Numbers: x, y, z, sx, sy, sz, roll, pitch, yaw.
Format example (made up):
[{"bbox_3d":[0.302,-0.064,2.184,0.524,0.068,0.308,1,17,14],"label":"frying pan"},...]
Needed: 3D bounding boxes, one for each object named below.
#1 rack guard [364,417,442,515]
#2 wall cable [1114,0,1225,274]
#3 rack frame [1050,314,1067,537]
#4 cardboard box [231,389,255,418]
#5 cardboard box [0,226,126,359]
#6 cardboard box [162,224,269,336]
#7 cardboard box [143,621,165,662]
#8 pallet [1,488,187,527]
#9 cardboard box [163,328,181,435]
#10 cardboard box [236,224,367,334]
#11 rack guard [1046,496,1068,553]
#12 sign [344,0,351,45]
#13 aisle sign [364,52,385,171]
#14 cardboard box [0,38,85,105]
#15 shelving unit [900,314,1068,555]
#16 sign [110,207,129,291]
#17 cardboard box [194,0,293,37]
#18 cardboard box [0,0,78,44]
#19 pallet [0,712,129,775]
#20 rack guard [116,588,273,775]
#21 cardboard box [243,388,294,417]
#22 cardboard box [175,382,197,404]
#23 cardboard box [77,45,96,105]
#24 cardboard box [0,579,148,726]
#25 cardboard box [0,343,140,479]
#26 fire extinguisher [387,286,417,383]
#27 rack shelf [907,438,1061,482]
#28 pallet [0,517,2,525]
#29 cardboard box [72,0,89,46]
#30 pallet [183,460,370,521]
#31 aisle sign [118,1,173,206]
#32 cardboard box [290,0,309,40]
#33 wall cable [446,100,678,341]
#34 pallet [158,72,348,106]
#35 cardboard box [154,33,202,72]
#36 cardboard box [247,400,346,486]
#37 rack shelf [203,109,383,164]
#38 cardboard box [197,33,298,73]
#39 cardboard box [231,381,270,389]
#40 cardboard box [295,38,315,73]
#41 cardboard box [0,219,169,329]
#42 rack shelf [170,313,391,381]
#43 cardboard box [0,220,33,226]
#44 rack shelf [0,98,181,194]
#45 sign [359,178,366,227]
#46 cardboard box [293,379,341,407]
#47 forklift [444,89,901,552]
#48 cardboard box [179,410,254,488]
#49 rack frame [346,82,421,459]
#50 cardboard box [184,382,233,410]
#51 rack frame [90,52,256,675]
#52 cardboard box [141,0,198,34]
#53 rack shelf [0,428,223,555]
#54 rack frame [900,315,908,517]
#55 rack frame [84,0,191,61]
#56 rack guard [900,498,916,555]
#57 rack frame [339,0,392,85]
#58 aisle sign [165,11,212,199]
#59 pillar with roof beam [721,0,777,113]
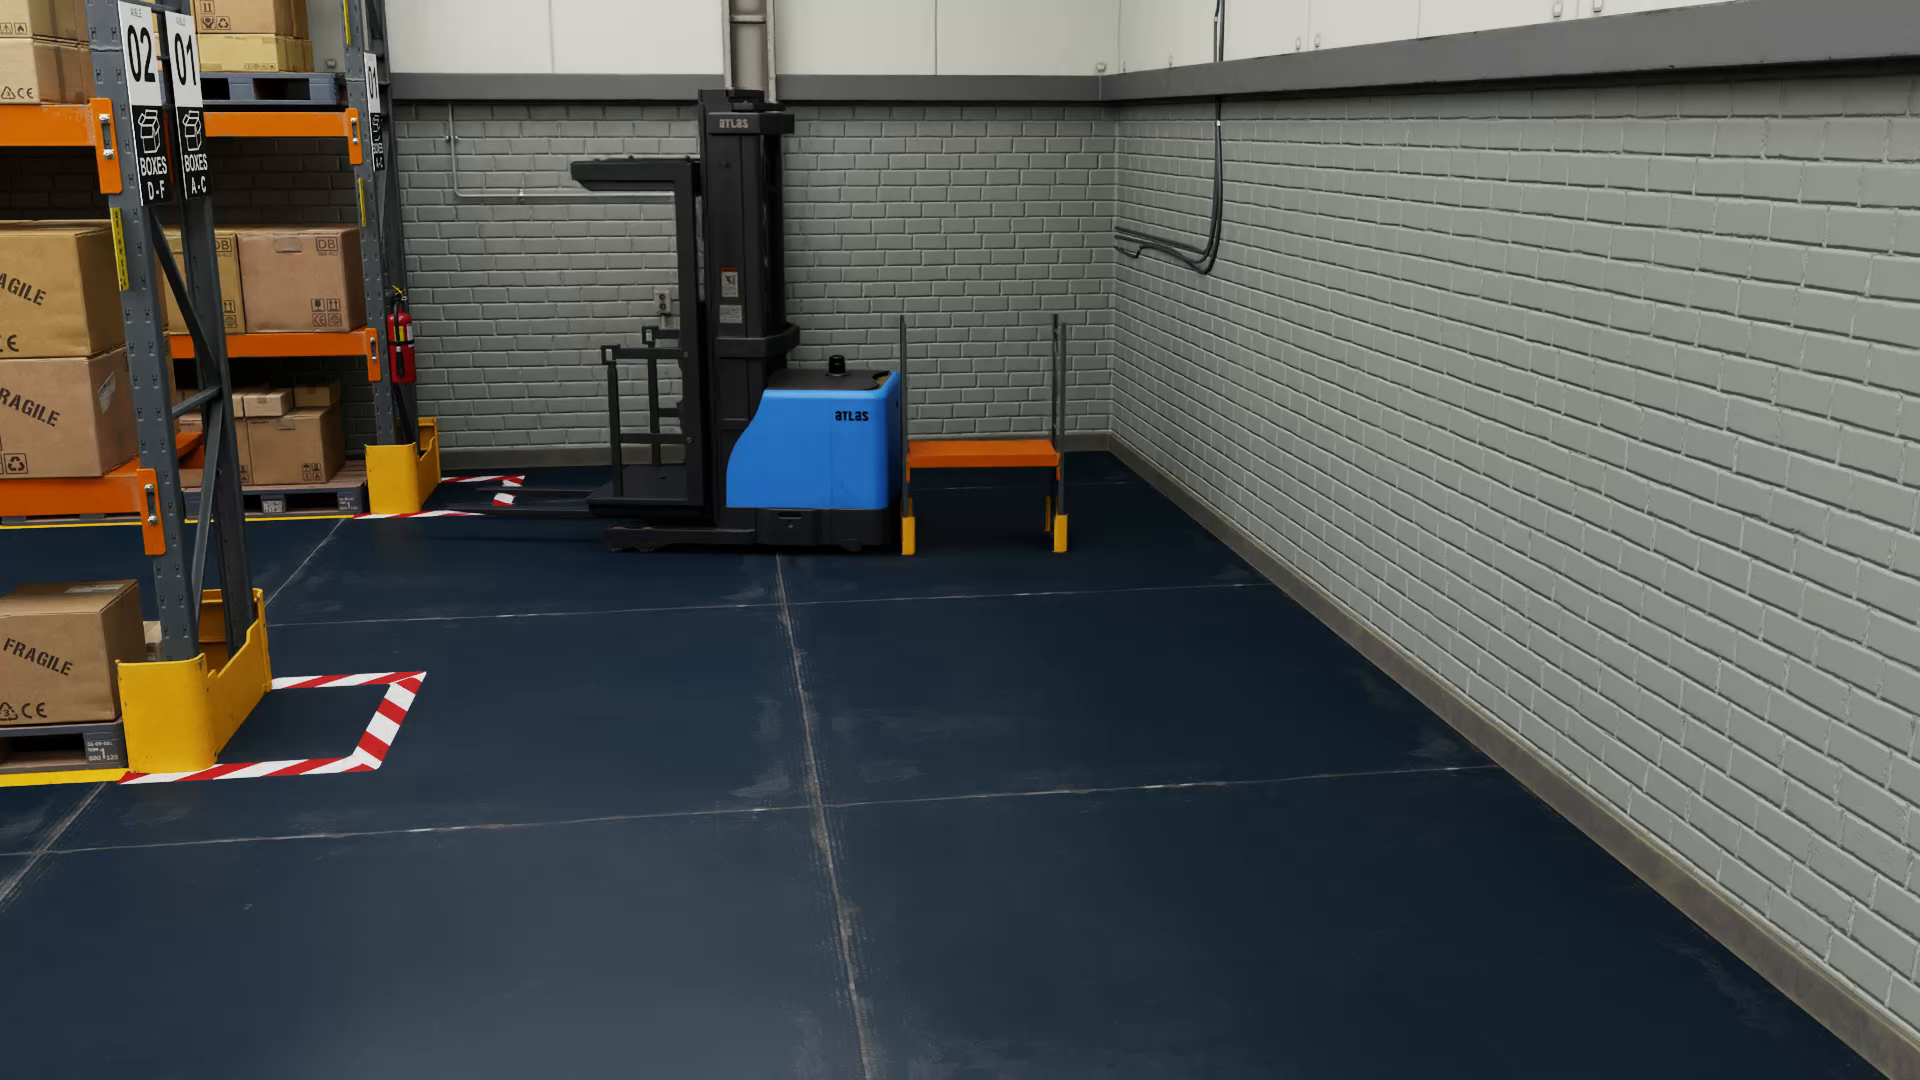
[{"bbox_3d":[-4.161,-0.569,12.464,0.348,0.500,1.175,-2,14,-8],"label":"rack guard"},{"bbox_3d":[1.461,-3.304,12.279,0.112,2.526,3.097,-2,14,-8],"label":"wall cable"},{"bbox_3d":[0.647,-0.715,10.991,0.032,1.500,0.500,-1,14,-3],"label":"rack frame"},{"bbox_3d":[-5.215,-0.979,11.903,0.250,0.149,0.380,-2,14,-7],"label":"cardboard box"},{"bbox_3d":[-3.843,-1.041,6.944,0.500,0.500,0.500,-2,14,-9],"label":"cardboard box"},{"bbox_3d":[-5.406,-1.876,11.921,0.700,0.700,0.980,-2,14,-9],"label":"cardboard box"},{"bbox_3d":[-3.909,0.512,7.968,0.250,0.149,0.380,-2,14,-8],"label":"cardboard box"},{"bbox_3d":[-6.168,-0.337,12.132,1.213,0.211,1.003,-2,14,-8],"label":"pallet"},{"bbox_3d":[-3.922,-0.685,7.583,0.500,0.500,0.500,-2,14,-7],"label":"cardboard box"},{"bbox_3d":[-4.688,-1.906,12.037,0.700,0.700,0.980,-1,14,-6],"label":"cardboard box"},{"bbox_3d":[0.646,-0.109,11.143,0.087,0.250,0.587,-1,14,-3],"label":"rack guard"},{"bbox_3d":[-4.118,-3.496,11.171,0.005,0.325,0.100,-2,14,-8],"label":"sign"},{"bbox_3d":[-4.069,-2.972,11.563,0.004,0.787,0.394,-2,14,-8],"label":"aisle sign"},{"bbox_3d":[-3.912,-1.890,6.732,0.500,0.250,0.500,-2,14,-8],"label":"cardboard box"},{"bbox_3d":[0.149,-0.708,10.962,1.083,1.500,0.587,-1,14,-3],"label":"shelving unit"},{"bbox_3d":[-3.381,-1.170,6.691,0.005,0.325,0.100,-2,14,-8],"label":"sign"},{"bbox_3d":[-4.868,-3.687,11.288,0.500,0.500,0.500,-2,14,-8],"label":"cardboard box"},{"bbox_3d":[-3.914,-2.134,6.680,0.500,0.250,0.500,-2,14,-8],"label":"cardboard box"},{"bbox_3d":[-4.307,0.795,7.618,1.213,0.211,1.003,-2,14,-8],"label":"pallet"},{"bbox_3d":[-3.519,0.626,7.699,0.348,0.500,1.175,-2,14,-8],"label":"rack guard"},{"bbox_3d":[-4.962,-0.989,11.940,0.250,0.149,0.380,-2,14,-9],"label":"cardboard box"},{"bbox_3d":[-5.768,-1.053,12.196,0.250,0.149,0.380,-2,14,-8],"label":"cardboard box"},{"bbox_3d":[-3.989,-2.014,7.229,0.500,0.250,0.500,-2,14,-8],"label":"cardboard box"},{"bbox_3d":[-3.944,0.489,7.342,0.500,0.500,0.500,-2,14,-8],"label":"cardboard box"},{"bbox_3d":[-3.846,-0.556,7.068,0.500,0.500,0.500,-2,14,-7],"label":"cardboard box"},{"bbox_3d":[-3.967,-1.457,11.791,0.183,0.674,0.296,-2,14,-8],"label":"fire extinguisher"},{"bbox_3d":[0.140,-0.534,11.006,1.000,0.185,0.538,-1,14,-3],"label":"rack shelf"},{"bbox_3d":[-7.377,-0.292,11.953,1.213,0.211,1.003,-2,14,-8],"label":"pallet"},{"bbox_3d":[-3.990,-2.258,7.174,0.500,0.250,0.500,-2,14,-8],"label":"cardboard box"},{"bbox_3d":[-4.964,-0.381,12.305,1.213,0.211,1.003,-2,14,-8],"label":"pallet"},{"bbox_3d":[-3.330,-1.779,6.806,0.004,0.787,0.394,-2,14,-8],"label":"aisle sign"},{"bbox_3d":[-4.943,-3.811,11.782,0.500,0.500,0.500,-3,14,-10],"label":"cardboard box"},{"bbox_3d":[-3.060,-2.548,13.125,1.851,1.984,0.084,-2,14,-8],"label":"wall cable"},{"bbox_3d":[-4.917,-3.163,11.685,1.213,0.211,1.003,-2,14,-8],"label":"pallet"},{"bbox_3d":[-5.384,-3.306,11.310,0.500,0.250,0.500,-3,14,-10],"label":"cardboard box"},{"bbox_3d":[-4.862,-0.723,12.213,0.500,0.500,0.700,-2,14,-8],"label":"cardboard box"},{"bbox_3d":[-6.163,-2.814,11.590,4.000,0.370,1.077,-2,14,-8],"label":"rack shelf"},{"bbox_3d":[-4.870,-3.325,11.386,0.500,0.250,0.500,-2,14,-7],"label":"cardboard box"},{"bbox_3d":[-5.269,-1.071,12.270,0.250,0.149,0.380,-2,14,-8],"label":"cardboard box"},{"bbox_3d":[-4.944,-3.448,11.877,0.500,0.250,0.500,-1,14,-5],"label":"cardboard box"},{"bbox_3d":[-3.922,-1.170,7.461,0.500,0.500,0.500,-2,14,-7],"label":"cardboard box"},{"bbox_3d":[-6.163,-1.359,11.955,4.000,0.370,1.077,-2,14,-8],"label":"rack shelf"},{"bbox_3d":[-4.437,-1.150,7.378,0.500,0.500,0.500,-2,14,-8],"label":"cardboard box"},{"bbox_3d":[-5.421,-1.623,6.840,4.000,0.370,1.077,-2,14,-8],"label":"rack shelf"},{"bbox_3d":[-4.118,-2.326,11.465,0.005,0.325,0.100,-2,14,-8],"label":"sign"},{"bbox_3d":[-4.769,-1.090,12.344,0.250,0.149,0.380,-2,14,-8],"label":"cardboard box"},{"bbox_3d":[-1.928,-1.468,11.049,3.031,2.935,1.130,1,14,4],"label":"forklift"},{"bbox_3d":[-5.357,-0.705,12.140,0.500,0.500,0.700,-2,14,-8],"label":"cardboard box"},{"bbox_3d":[-4.185,-1.781,12.157,0.127,3.000,1.000,-2,14,-8],"label":"rack frame"},{"bbox_3d":[-5.517,-1.062,12.234,0.250,0.149,0.380,-2,14,-8],"label":"cardboard box"},{"bbox_3d":[-3.443,-0.589,7.406,0.127,3.000,1.000,-2,14,-8],"label":"rack frame"},{"bbox_3d":[-5.365,-3.671,11.226,0.500,0.500,0.500,-2,14,-7],"label":"cardboard box"},{"bbox_3d":[-5.421,-0.168,7.205,4.000,0.370,1.077,-2,14,-8],"label":"rack shelf"},{"bbox_3d":[-0.367,-0.701,10.933,0.032,1.500,0.500,-1,14,-3],"label":"rack frame"},{"bbox_3d":[-3.443,-3.499,6.676,0.127,3.000,1.000,-2,14,-8],"label":"rack frame"},{"bbox_3d":[-0.348,-0.095,11.086,0.087,0.250,0.587,-1,14,-3],"label":"rack guard"},{"bbox_3d":[-4.185,-4.691,11.427,0.127,3.000,1.000,-2,14,-8],"label":"rack frame"},{"bbox_3d":[-3.420,-1.924,7.381,0.004,0.787,0.394,-2,14,-8],"label":"aisle sign"},{"bbox_3d":[-1.003,-3.961,8.518,0.400,9.000,9.100,-2,14,-8],"label":"pillar with roof beam"}]
